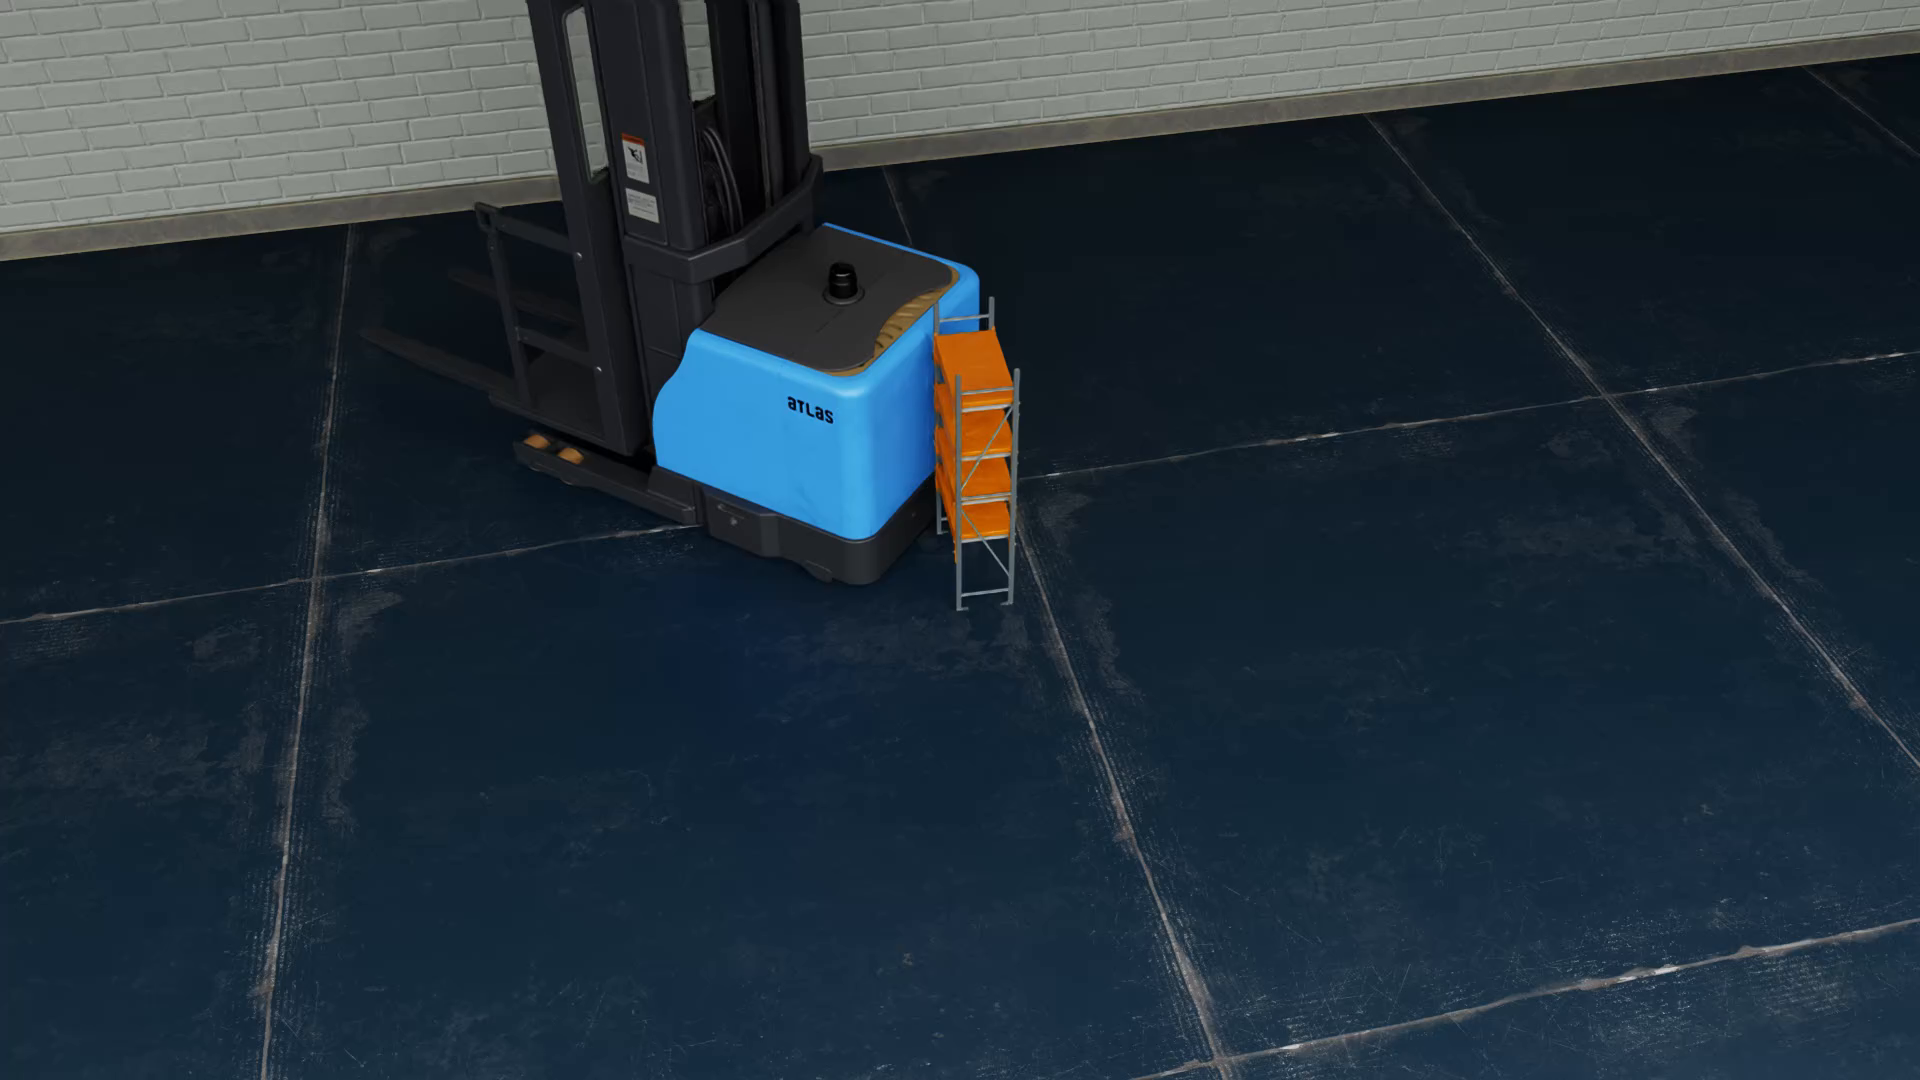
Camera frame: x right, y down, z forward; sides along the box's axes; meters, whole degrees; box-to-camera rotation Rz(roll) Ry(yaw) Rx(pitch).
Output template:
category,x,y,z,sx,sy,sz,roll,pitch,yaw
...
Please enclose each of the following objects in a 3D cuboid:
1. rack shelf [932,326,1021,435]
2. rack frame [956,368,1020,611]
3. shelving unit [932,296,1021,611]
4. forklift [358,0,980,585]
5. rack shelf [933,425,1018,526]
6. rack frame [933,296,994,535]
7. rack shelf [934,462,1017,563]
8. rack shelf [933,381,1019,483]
category,x,y,z,sx,sy,sz,roll,pitch,yaw
rack shelf,0.059,-0.624,6.457,0.258,0.148,0.480,-7,42,-8
rack frame,0.103,-0.171,6.538,0.240,1.200,0.015,-7,42,-8
shelving unit,0.059,-0.330,6.718,0.258,1.200,0.503,-7,42,-8
forklift,-1.439,-1.629,6.877,3.031,2.935,1.130,21,46,22
rack shelf,0.059,-0.280,6.763,0.258,0.148,0.480,-7,42,-8
rack frame,0.016,-0.489,6.898,0.240,1.200,0.015,-7,42,-8
rack shelf,0.059,-0.131,6.894,0.258,0.148,0.480,-7,42,-8
rack shelf,0.059,-0.447,6.614,0.258,0.148,0.480,-7,42,-8
